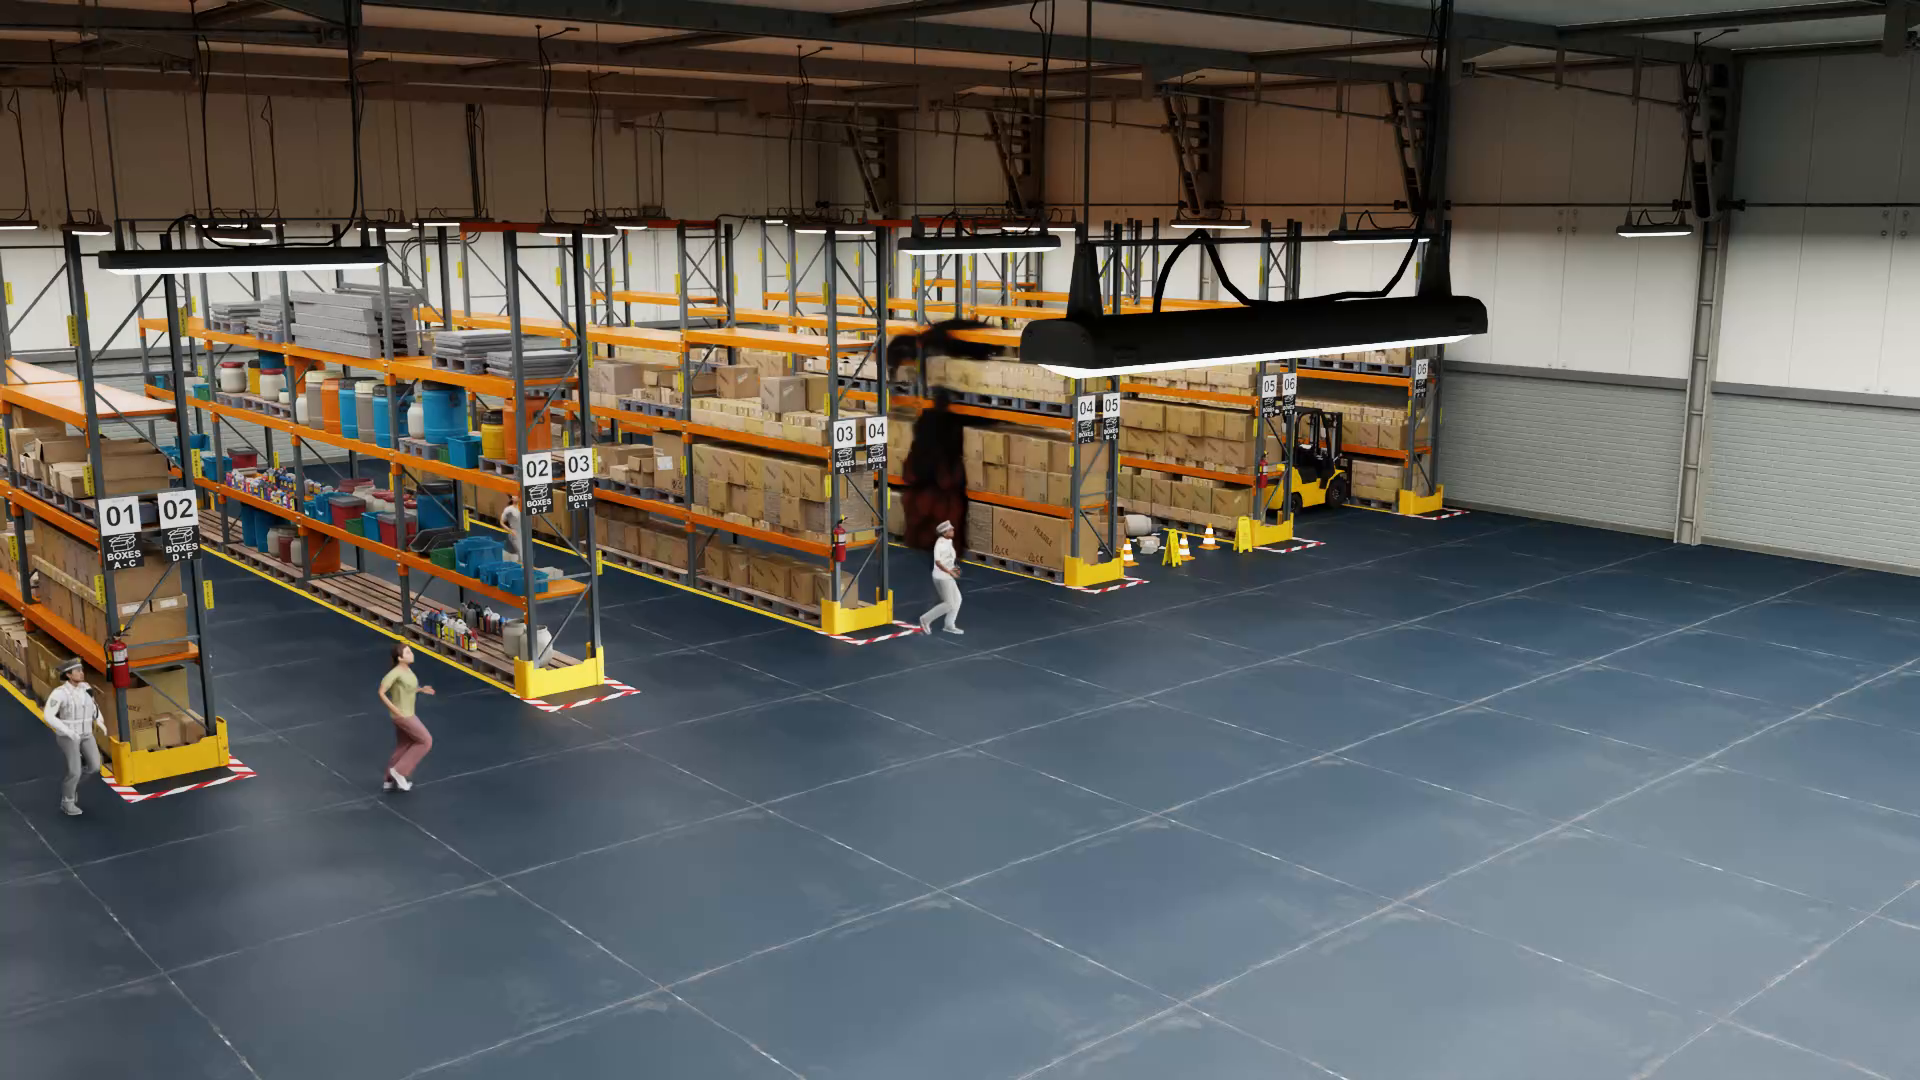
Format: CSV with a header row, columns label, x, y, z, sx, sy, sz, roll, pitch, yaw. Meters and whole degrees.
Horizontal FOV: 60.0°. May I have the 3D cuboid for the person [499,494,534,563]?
label,x,y,z,sx,sy,sz,roll,pitch,yaw
person,-7.463,-0.049,27.998,0.667,1.620,0.566,9,15,38

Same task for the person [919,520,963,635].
label,x,y,z,sx,sy,sz,roll,pitch,yaw
person,-0.262,0.521,23.732,0.627,1.661,0.583,1,11,3

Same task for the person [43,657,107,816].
label,x,y,z,sx,sy,sz,roll,pitch,yaw
person,-9.294,2.057,17.560,0.466,1.649,0.687,5,12,22

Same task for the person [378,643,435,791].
label,x,y,z,sx,sy,sz,roll,pitch,yaw
person,-6.044,1.917,18.182,0.597,1.636,0.558,-2,12,-12
